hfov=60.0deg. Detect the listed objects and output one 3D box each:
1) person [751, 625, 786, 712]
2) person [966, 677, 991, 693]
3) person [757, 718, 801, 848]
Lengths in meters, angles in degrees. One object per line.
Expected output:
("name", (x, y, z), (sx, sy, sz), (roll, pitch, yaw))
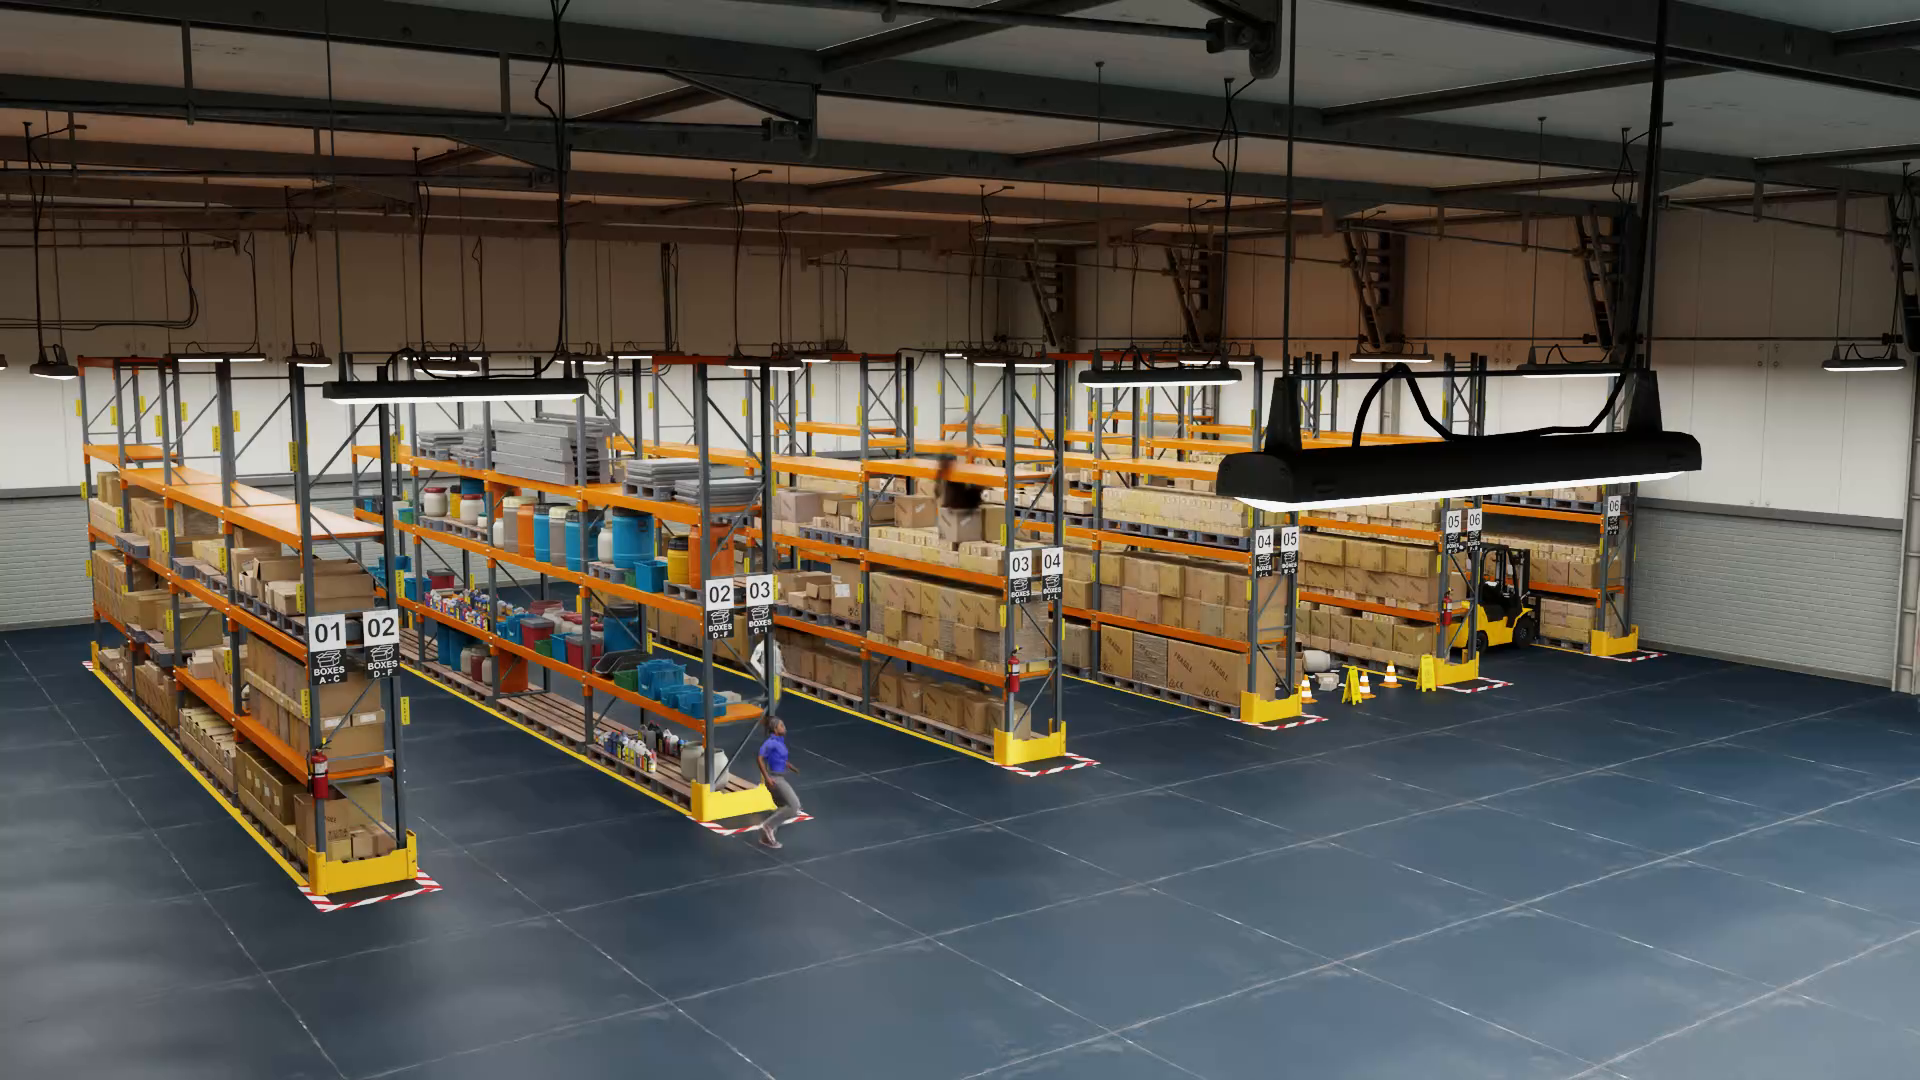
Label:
("person", (-3.134, 2.204, 27.411), (0.554, 1.660, 0.616), (6, 9, 42))
("person", (0.324, 1.823, 30.048), (0.647, 1.778, 0.803), (-5, 9, -36))
("person", (-2.249, 3.044, 20.821), (0.528, 1.597, 0.580), (0, 7, -1))
